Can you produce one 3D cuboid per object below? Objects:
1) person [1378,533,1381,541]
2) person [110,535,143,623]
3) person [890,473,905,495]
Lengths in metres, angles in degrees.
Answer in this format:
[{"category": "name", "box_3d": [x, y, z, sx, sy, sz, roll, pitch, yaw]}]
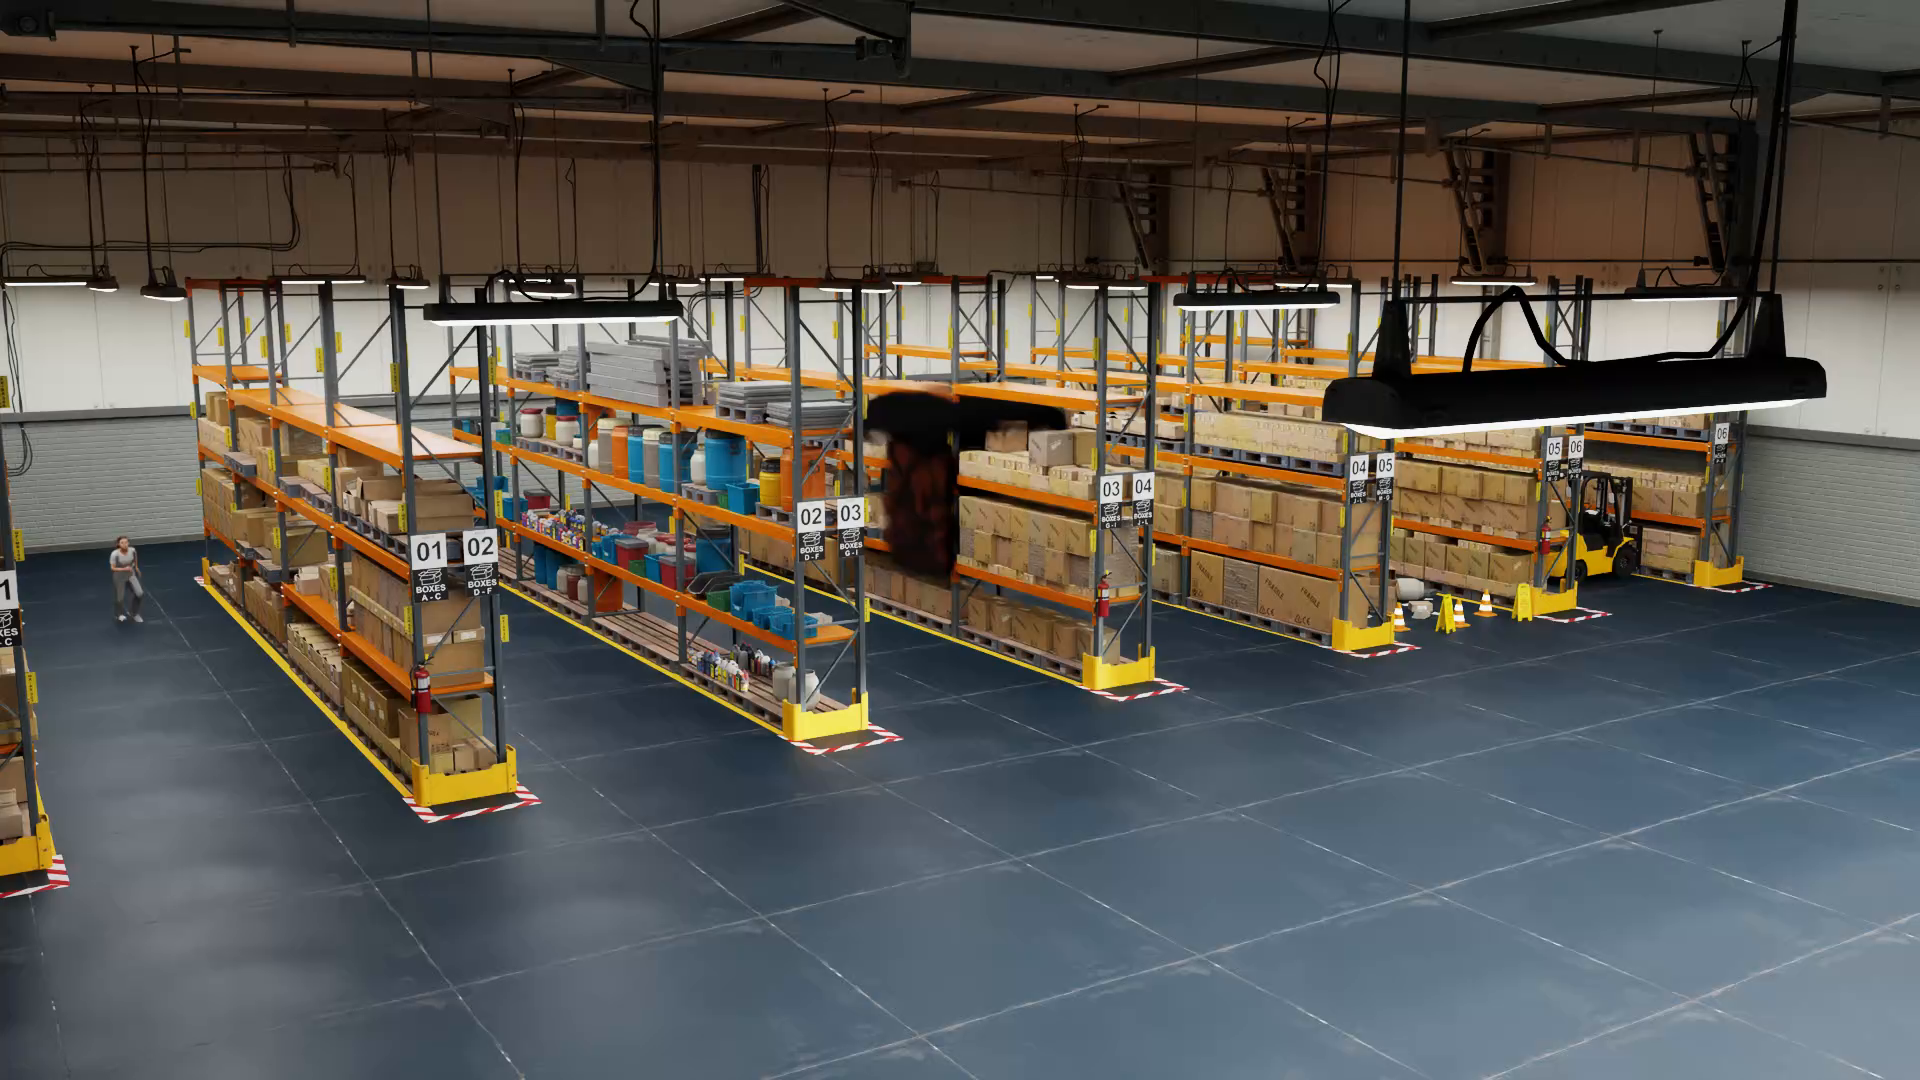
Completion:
[{"category": "person", "box_3d": [9.218, -0.719, 37.328, 0.658, 1.677, 0.775, -9, 13, -44]}, {"category": "person", "box_3d": [-14.613, 0.685, 29.128, 0.923, 1.595, 0.572, 9, 13, 42]}, {"category": "person", "box_3d": [-1.483, -0.673, 37.109, 0.612, 1.690, 0.901, -5, 11, -25]}]
